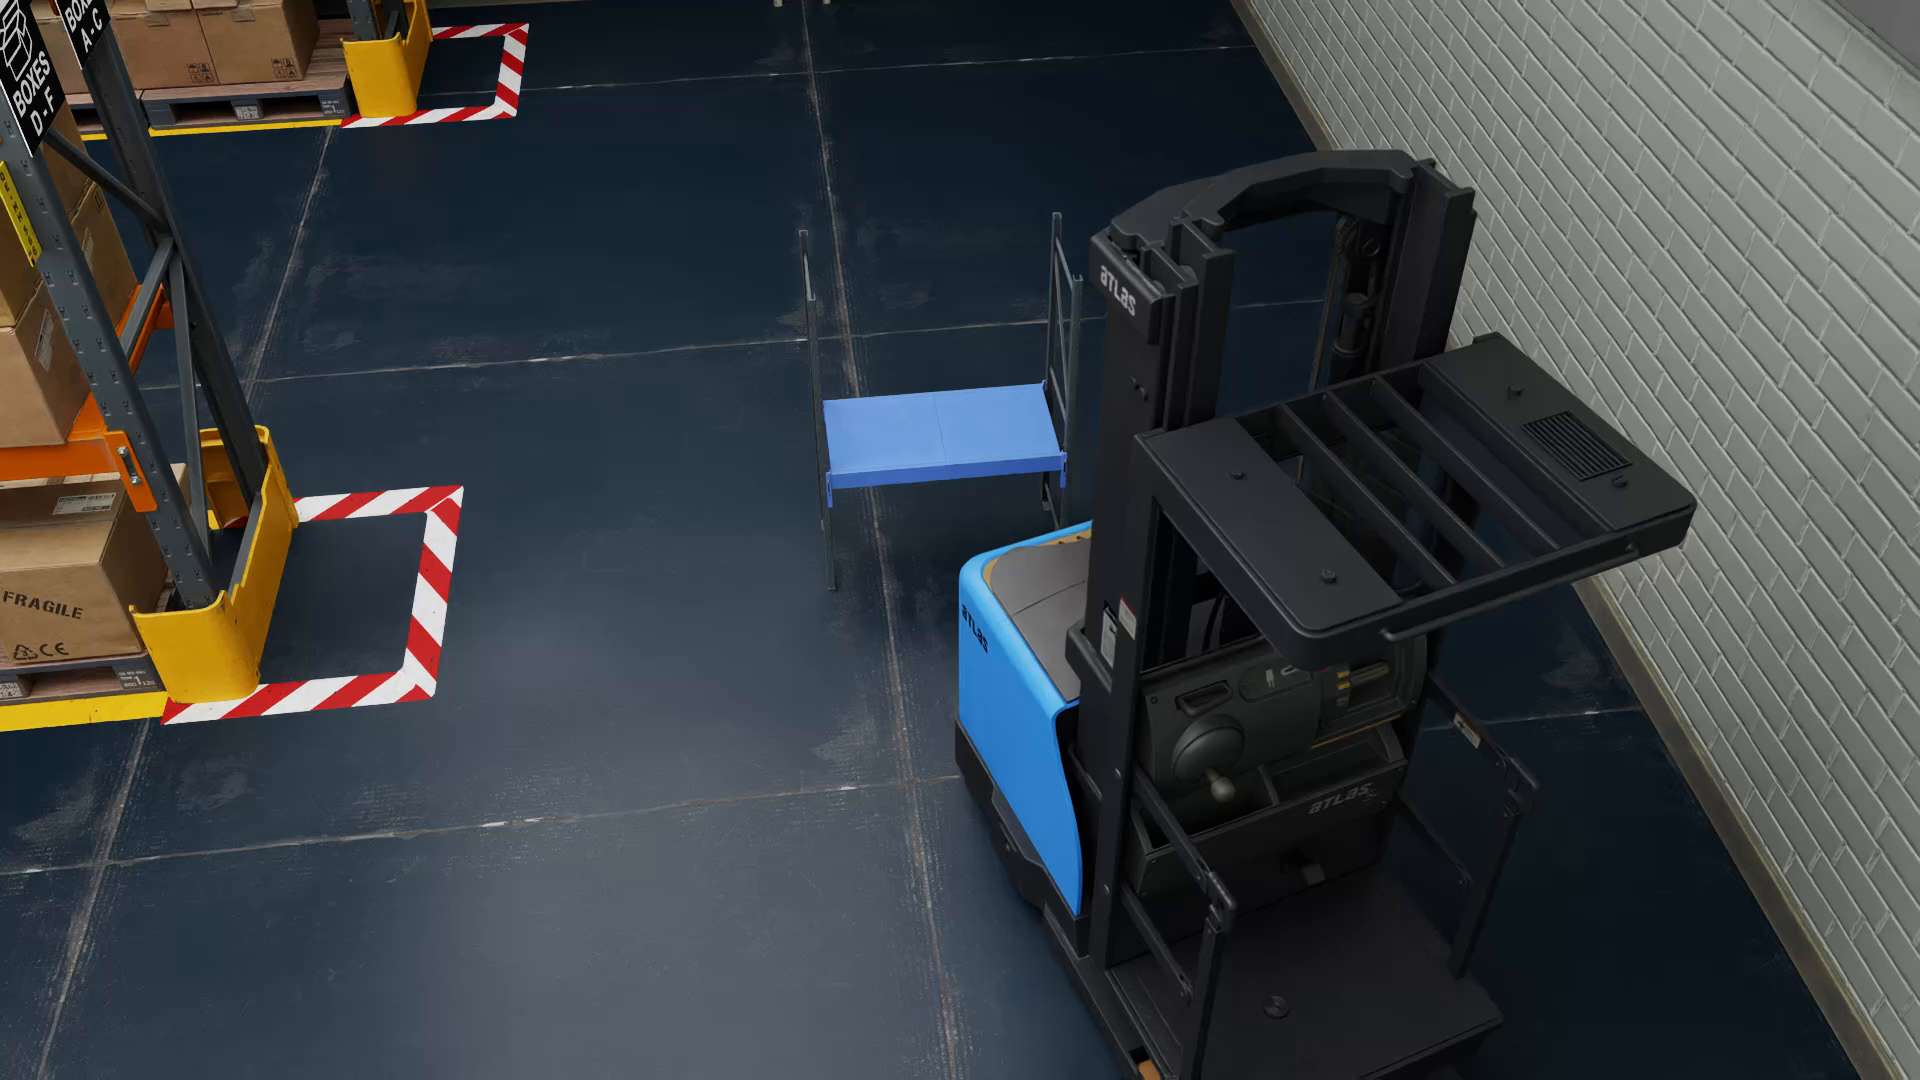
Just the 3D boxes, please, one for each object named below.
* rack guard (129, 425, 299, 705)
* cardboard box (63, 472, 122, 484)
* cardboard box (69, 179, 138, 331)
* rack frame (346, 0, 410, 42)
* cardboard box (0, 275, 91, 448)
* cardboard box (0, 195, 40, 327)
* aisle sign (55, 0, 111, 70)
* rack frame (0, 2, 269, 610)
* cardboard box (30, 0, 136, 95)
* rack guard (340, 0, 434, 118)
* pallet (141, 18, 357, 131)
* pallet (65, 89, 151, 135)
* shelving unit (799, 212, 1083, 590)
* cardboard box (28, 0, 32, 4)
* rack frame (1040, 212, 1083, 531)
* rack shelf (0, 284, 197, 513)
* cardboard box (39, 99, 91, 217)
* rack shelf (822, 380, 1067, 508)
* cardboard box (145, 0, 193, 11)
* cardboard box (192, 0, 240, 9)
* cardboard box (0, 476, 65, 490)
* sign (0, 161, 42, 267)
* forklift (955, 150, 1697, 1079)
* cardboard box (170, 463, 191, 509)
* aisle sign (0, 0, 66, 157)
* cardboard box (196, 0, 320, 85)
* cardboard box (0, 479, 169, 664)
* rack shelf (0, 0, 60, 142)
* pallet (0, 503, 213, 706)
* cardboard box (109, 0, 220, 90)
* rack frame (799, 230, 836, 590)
[{"bbox_3d":[-3.111,0.082,7.001,0.348,0.500,1.175,-5,42,-6],"label":"rack guard"},{"bbox_3d":[-3.743,-0.135,7.162,0.250,0.166,0.380,-5,42,-6],"label":"cardboard box"},{"bbox_3d":[-3.510,-1.027,6.289,0.500,0.500,0.500,-4,42,-5],"label":"cardboard box"},{"bbox_3d":[-3.681,-4.143,9.818,0.127,3.000,1.000,-5,42,-6],"label":"rack frame"},{"bbox_3d":[-3.444,-0.671,5.894,0.500,0.500,0.500,-4,42,-4],"label":"cardboard box"},{"bbox_3d":[-3.441,-1.040,5.558,0.500,0.500,0.500,-5,42,-6],"label":"cardboard box"},{"bbox_3d":[-3.006,-2.019,5.523,0.004,0.787,0.394,-5,42,-6],"label":"aisle sign"},{"bbox_3d":[-3.036,-0.853,6.171,0.127,3.000,1.000,-5,42,-6],"label":"rack frame"},{"bbox_3d":[-5.357,-3.156,10.277,0.500,0.500,0.700,-6,42,-7],"label":"cardboard box"},{"bbox_3d":[-3.658,-3.217,10.658,0.348,0.500,1.175,-5,42,-6],"label":"rack guard"},{"bbox_3d":[-4.464,-2.986,10.618,1.213,0.211,1.003,-5,42,-6],"label":"pallet"},{"bbox_3d":[-5.671,-2.882,10.503,1.213,0.211,1.003,-5,42,-6],"label":"pallet"},{"bbox_3d":[-0.085,-0.550,6.955,1.048,1.500,0.538,-5,42,-6],"label":"shelving unit"},{"bbox_3d":[-5.885,-3.104,10.220,0.500,0.500,0.700,-4,42,-5],"label":"cardboard box"},{"bbox_3d":[0.419,-0.594,7.004,0.032,1.500,0.500,-5,42,-6],"label":"rack frame"},{"bbox_3d":[-5.019,-0.412,6.220,4.000,0.370,1.077,-5,42,-6],"label":"rack shelf"},{"bbox_3d":[-3.510,-1.398,5.954,0.500,0.500,0.500,-4,42,-4],"label":"cardboard box"},{"bbox_3d":[-0.085,-0.416,7.075,1.000,0.185,0.538,-5,42,-6],"label":"rack shelf"},{"bbox_3d":[-4.720,-3.329,9.985,0.250,0.149,0.380,-4,42,-4],"label":"cardboard box"},{"bbox_3d":[-4.466,-3.352,10.010,0.250,0.149,0.380,-5,42,-6],"label":"cardboard box"},{"bbox_3d":[-4.107,-0.093,7.053,0.500,0.250,0.500,-5,42,-6],"label":"cardboard box"},{"bbox_3d":[-2.983,-1.030,5.267,0.005,0.325,0.100,-5,42,-6],"label":"sign"},{"bbox_3d":[1.041,0.548,4.669,1.130,2.935,3.031,-17,45,-18],"label":"forklift"},{"bbox_3d":[-3.495,-0.150,7.192,0.250,0.149,0.380,-5,42,-6],"label":"cardboard box"},{"bbox_3d":[-2.928,-1.621,5.082,0.004,0.787,0.394,-5,42,-6],"label":"aisle sign"},{"bbox_3d":[-4.363,-3.243,10.374,0.500,0.500,0.700,-5,42,-6],"label":"cardboard box"},{"bbox_3d":[-3.543,0.123,6.628,0.500,0.500,0.500,-5,42,-6],"label":"cardboard box"},{"bbox_3d":[-5.019,-1.526,5.215,4.000,0.370,1.077,-5,42,-6],"label":"rack shelf"},{"bbox_3d":[-3.901,0.259,7.021,1.213,0.211,1.003,-5,42,-6],"label":"pallet"},{"bbox_3d":[-4.859,-3.200,10.326,0.500,0.500,0.700,-5,42,-6],"label":"cardboard box"},{"bbox_3d":[-0.589,-0.505,6.906,0.032,1.500,0.500,-5,42,-6],"label":"rack frame"}]
